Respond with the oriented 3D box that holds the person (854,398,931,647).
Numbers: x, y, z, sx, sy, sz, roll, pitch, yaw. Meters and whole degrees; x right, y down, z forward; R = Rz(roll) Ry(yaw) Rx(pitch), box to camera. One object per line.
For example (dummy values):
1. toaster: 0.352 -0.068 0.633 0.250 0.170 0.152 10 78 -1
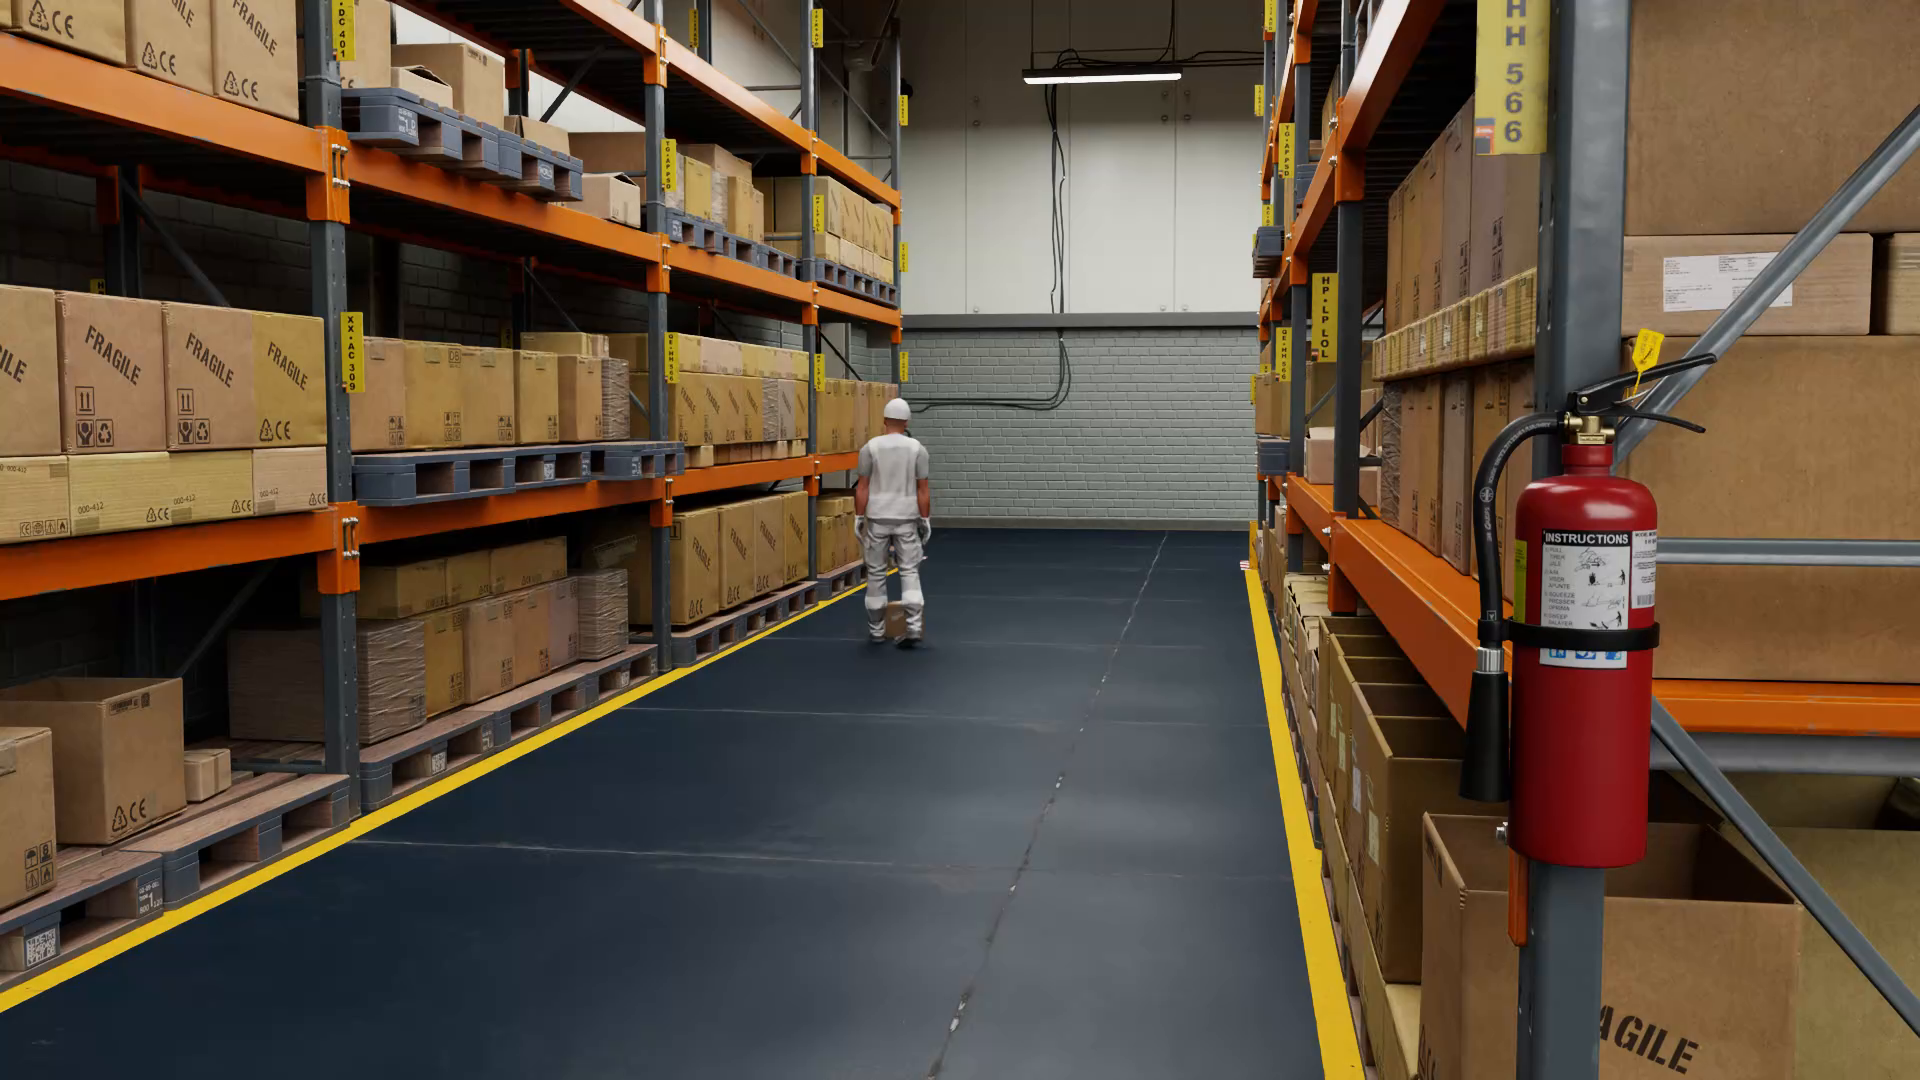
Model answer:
1. person: -0.491 -0.133 12.081 0.558 1.793 0.619 0 4 -5
